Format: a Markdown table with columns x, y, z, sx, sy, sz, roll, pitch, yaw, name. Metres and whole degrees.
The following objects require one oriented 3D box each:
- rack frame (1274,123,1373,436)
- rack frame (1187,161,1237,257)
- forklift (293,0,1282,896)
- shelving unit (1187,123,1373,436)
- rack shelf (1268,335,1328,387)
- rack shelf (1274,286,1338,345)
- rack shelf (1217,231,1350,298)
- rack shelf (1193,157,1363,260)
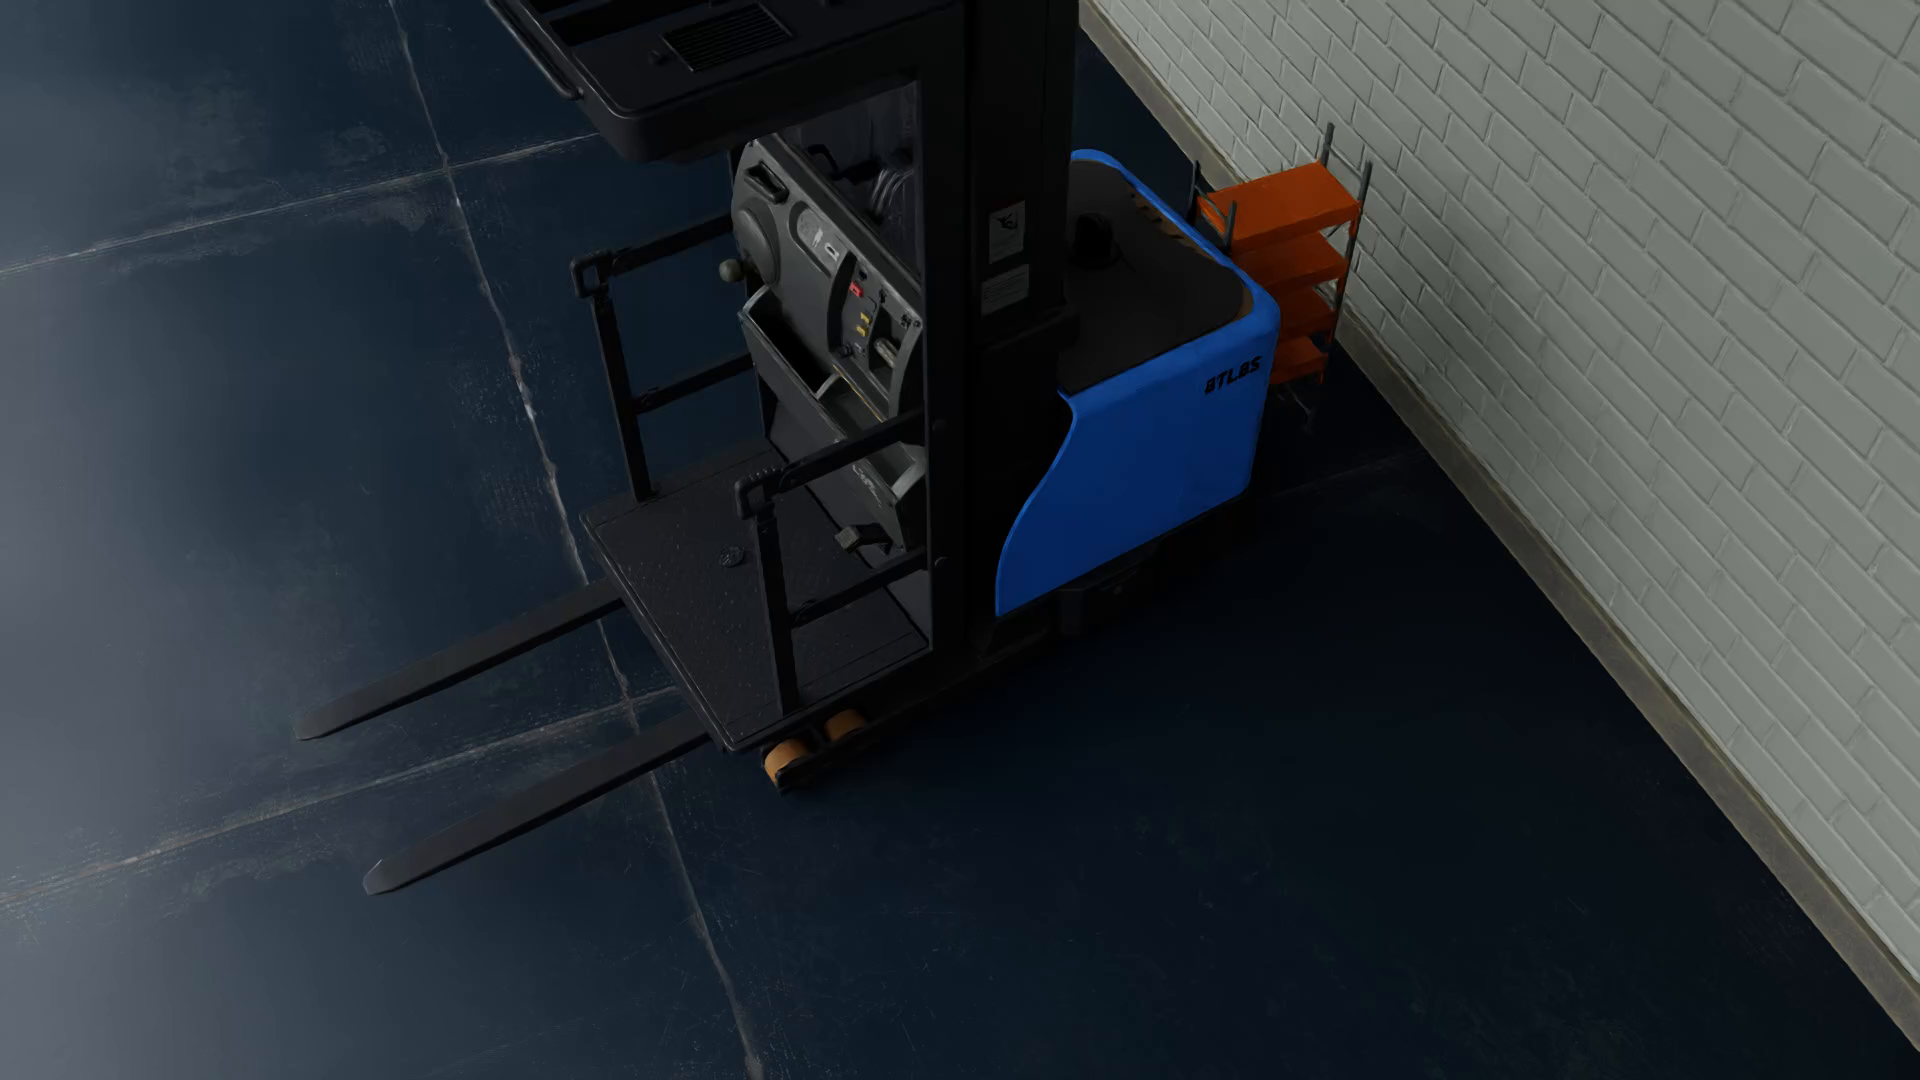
| x | y | z | sx | sy | sz | roll | pitch | yaw | name |
| --- | --- | --- | --- | --- | --- | --- | --- | --- | --- |
| 1.230 | -0.858 | 5.695 | 0.015 | 1.200 | 0.240 | -19 | 52 | -16 | rack frame |
| 0.785 | -0.706 | 5.565 | 0.015 | 1.200 | 0.240 | -19 | 52 | -16 | rack frame |
| -0.542 | -0.654 | 4.380 | 3.031 | 2.935 | 1.130 | -26 | 54 | -20 | forklift |
| 1.008 | -0.782 | 5.630 | 0.503 | 1.200 | 0.258 | -19 | 52 | -16 | shelving unit |
| 1.008 | -0.608 | 5.831 | 0.480 | 0.148 | 0.258 | -19 | 52 | -16 | rack shelf |
| 1.008 | -0.738 | 5.681 | 0.480 | 0.148 | 0.258 | -19 | 52 | -16 | rack shelf |
| 1.008 | -0.884 | 5.512 | 0.480 | 0.148 | 0.258 | -19 | 52 | -16 | rack shelf |
| 1.007 | -1.038 | 5.332 | 0.480 | 0.148 | 0.258 | -19 | 52 | -16 | rack shelf |
